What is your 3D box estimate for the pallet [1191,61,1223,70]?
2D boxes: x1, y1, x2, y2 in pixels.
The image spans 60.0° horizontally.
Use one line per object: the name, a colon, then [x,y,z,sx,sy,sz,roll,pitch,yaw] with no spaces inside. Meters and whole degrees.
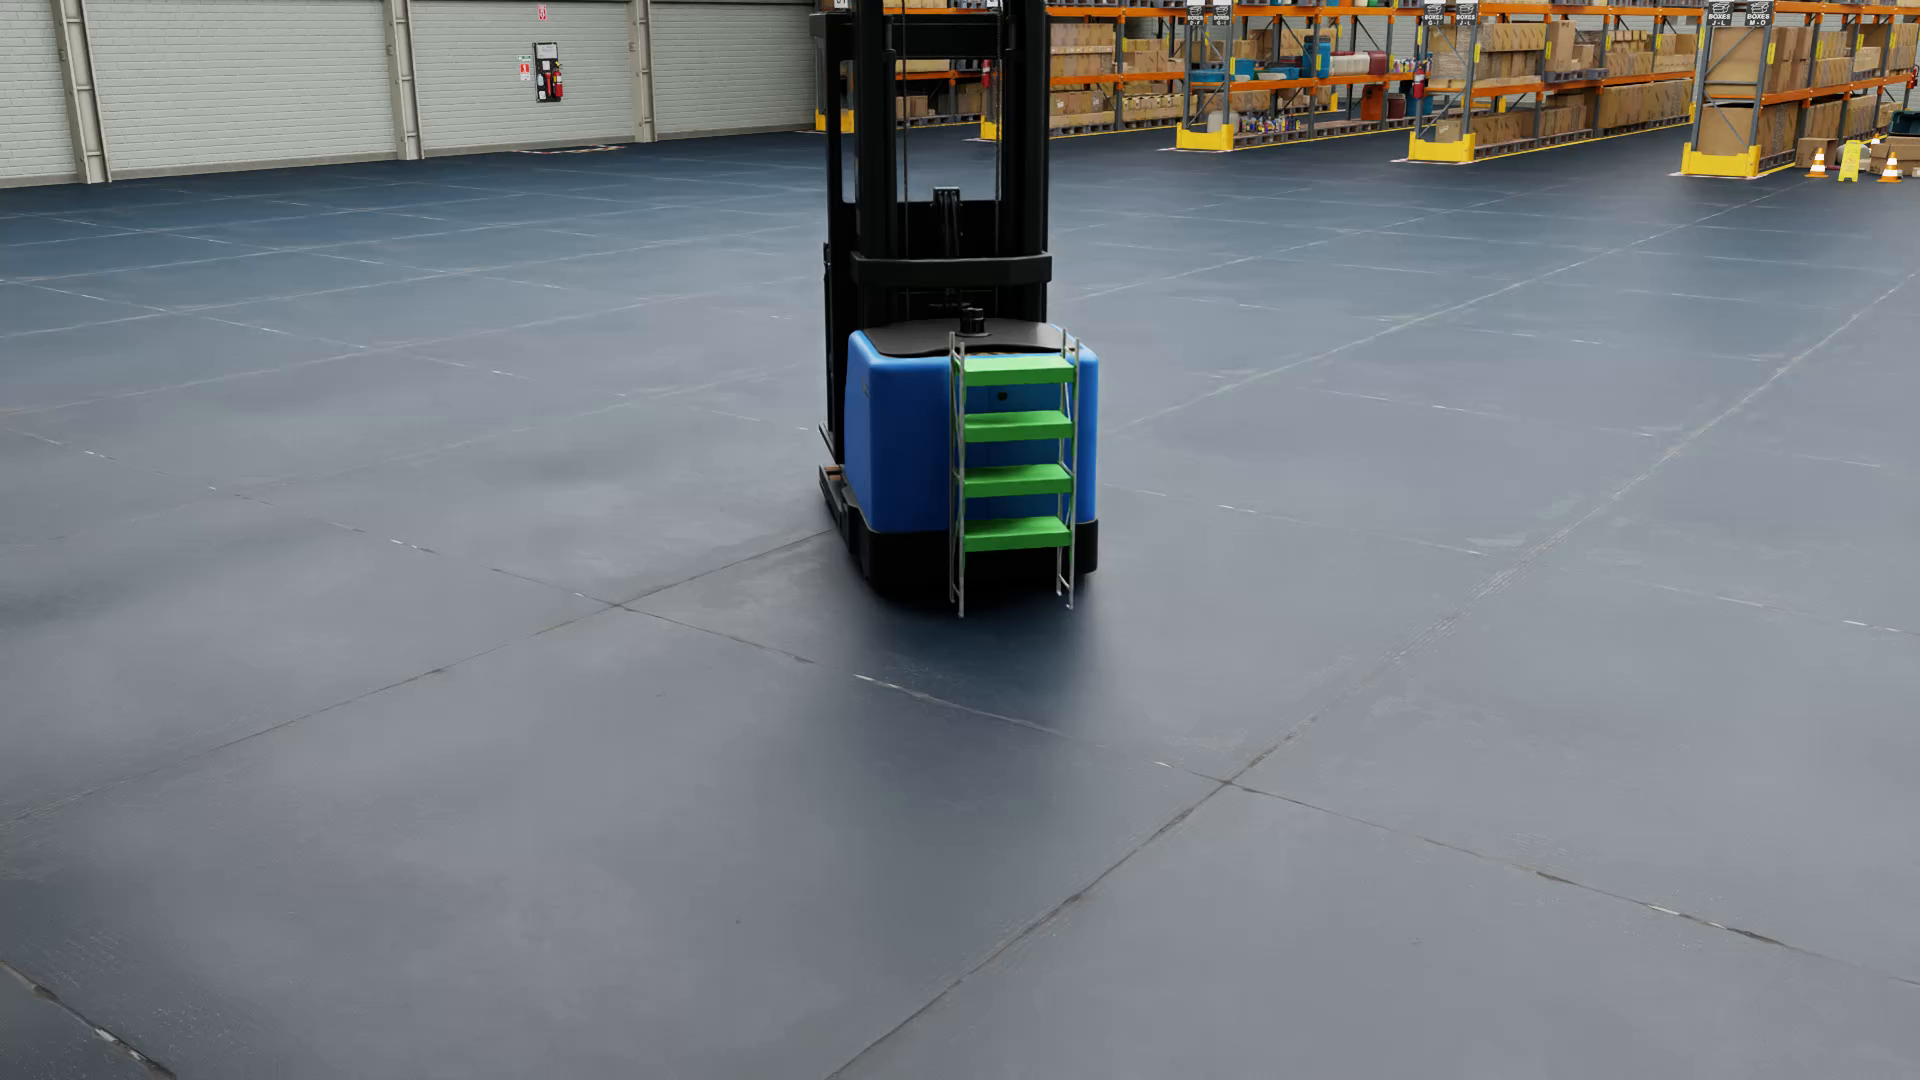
pallet: [6.137,-12.288,43.080,1.213,0.211,1.003,12,21,35]

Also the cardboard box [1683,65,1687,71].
cardboard box: [18.108,-11.916,41.981,0.380,0.149,0.250,13,21,36]

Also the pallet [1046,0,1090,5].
pallet: [2.191,-12.147,37.392,1.003,0.211,1.213,12,21,35]

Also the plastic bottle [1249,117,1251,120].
plastic bottle: [6.323,-9.094,36.310,0.061,0.283,0.133,14,22,37]

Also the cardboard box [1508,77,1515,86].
cardboard box: [10.562,-8.924,32.347,0.380,0.149,0.250,12,21,35]

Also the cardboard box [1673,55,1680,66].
cardboard box: [17.521,-11.902,41.262,0.500,0.250,0.500,12,21,35]

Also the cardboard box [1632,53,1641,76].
cardboard box: [15.461,-11.053,38.611,0.500,0.500,0.500,12,21,34]

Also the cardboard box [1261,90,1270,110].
cardboard box: [8.109,-12.007,45.324,0.500,0.500,0.500,12,21,34]

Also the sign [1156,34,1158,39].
sign: [6.133,-15.537,51.624,0.100,0.325,0.005,12,21,35]

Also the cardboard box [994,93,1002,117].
cardboard box: [1.103,-9.727,37.171,0.500,0.500,0.500,12,21,35]

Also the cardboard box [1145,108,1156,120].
cardboard box: [4.457,-10.439,40.728,0.500,0.250,0.500,12,21,33]

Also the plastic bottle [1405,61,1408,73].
plastic bottle: [10.866,-11.534,40.545,0.097,0.271,0.097,0,17,0]

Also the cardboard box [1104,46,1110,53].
cardboard box: [3.267,-11.450,38.794,0.380,0.149,0.250,12,21,34]

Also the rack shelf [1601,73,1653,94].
rack shelf: [14.935,-10.588,38.493,1.077,0.370,4.000,12,21,35]

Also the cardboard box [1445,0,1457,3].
cardboard box: [9.060,-10.070,30.808,0.500,0.250,0.500,13,21,36]

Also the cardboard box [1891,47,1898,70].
cardboard box: [20.836,-10.889,37.581,0.500,0.500,0.500,12,21,35]

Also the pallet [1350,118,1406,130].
pallet: [10.201,-10.193,40.713,1.003,0.211,1.213,12,21,35]

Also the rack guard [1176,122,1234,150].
rack guard: [5.006,-8.257,33.991,1.175,0.500,0.348,12,21,35]

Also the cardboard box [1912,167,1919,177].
cardboard box: [16.093,-6.106,27.654,0.250,0.149,0.380,-7,19,-22]

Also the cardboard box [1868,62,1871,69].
cardboard box: [19.357,-10.210,35.780,0.380,0.149,0.250,11,21,32]

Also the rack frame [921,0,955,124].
rack frame: [-0.575,-12.128,42.240,1.000,3.000,0.127,12,21,35]

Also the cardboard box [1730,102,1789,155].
cardboard box: [14.318,-7.435,30.001,0.875,0.875,0.875,13,21,35]

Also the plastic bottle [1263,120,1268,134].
plastic bottle: [6.479,-8.765,35.249,0.061,0.283,0.133,13,21,36]

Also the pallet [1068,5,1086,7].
pallet: [2.814,-14.853,46.275,1.003,0.211,1.213,14,22,37]

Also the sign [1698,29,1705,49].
sign: [12.472,-8.414,27.929,0.100,0.325,0.005,12,21,35]

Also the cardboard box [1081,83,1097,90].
cardboard box: [3.382,-12.817,47.376,0.750,0.750,0.750,13,22,36]

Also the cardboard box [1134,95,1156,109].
cardboard box: [4.462,-10.705,40.640,0.500,0.311,0.500,12,21,33]

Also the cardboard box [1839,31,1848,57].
cardboard box: [17.391,-9.974,33.451,0.700,0.500,0.500,12,21,34]

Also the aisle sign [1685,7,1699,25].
aisle sign: [18.793,-13.566,42.487,0.394,0.787,0.004,12,21,35]

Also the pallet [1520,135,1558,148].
pallet: [11.822,-8.356,34.796,1.003,0.211,1.213,12,21,35]

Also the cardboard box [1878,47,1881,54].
cardboard box: [19.967,-10.742,36.488,0.380,0.149,0.250,14,22,37]

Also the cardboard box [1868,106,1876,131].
cardboard box: [19.811,-9.293,36.618,0.500,0.500,0.500,12,21,34]

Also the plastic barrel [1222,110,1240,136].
plastic barrel: [5.628,-8.727,34.774,0.421,0.512,0.421,0,17,0]

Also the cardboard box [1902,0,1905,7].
cardboard box: [20.828,-12.052,37.192,0.500,0.250,0.500,12,21,34]

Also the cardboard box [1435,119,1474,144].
cardboard box: [9.362,-7.702,31.494,0.500,0.500,0.500,-15,23,-40]

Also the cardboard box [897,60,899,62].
cardboard box: [-1.817,-11.770,40.041,0.500,0.500,0.500,12,21,33]

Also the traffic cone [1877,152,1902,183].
traffic cone: [15.061,-6.032,26.888,0.336,0.463,0.334,12,21,35]

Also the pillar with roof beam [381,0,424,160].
pillar with roof beam: [-6.928,-10.741,27.658,9.100,9.000,0.400,12,21,35]

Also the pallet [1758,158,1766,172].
pallet: [13.313,-6.521,28.888,1.003,0.211,1.213,12,21,35]

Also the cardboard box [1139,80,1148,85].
cardboard box: [5.381,-13.684,49.663,0.380,0.149,0.250,12,21,33]

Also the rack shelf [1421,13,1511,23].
rack shelf: [13.340,-13.848,43.934,1.077,0.370,4.000,12,21,35]

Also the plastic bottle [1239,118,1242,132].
plastic bottle: [5.999,-8.889,35.648,0.061,0.283,0.133,12,21,35]

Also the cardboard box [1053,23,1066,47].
cardboard box: [1.951,-11.336,37.334,0.700,0.500,0.500,13,21,35]

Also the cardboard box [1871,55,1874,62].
cardboard box: [19.505,-10.412,35.930,0.380,0.149,0.250,12,21,33]

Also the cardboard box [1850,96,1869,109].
cardboard box: [19.188,-9.401,35.702,0.500,0.250,0.500,11,21,32]

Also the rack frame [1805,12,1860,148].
rack frame: [17.666,-9.554,33.952,1.000,3.000,0.127,12,21,35]

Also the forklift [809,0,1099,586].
forklift: [-0.153,-1.594,8.434,1.130,2.935,3.031,-3,18,-10]

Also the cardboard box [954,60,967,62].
cardboard box: [-0.244,-12.501,42.531,0.700,0.500,0.500,12,21,35]

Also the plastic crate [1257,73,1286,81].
plastic crate: [6.618,-9.820,35.252,0.530,0.136,0.437,12,21,35]

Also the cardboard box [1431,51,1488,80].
cardboard box: [9.326,-8.865,31.064,0.875,0.500,0.500,12,21,35]

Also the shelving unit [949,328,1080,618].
shelving unit: [0.225,-0.287,7.136,0.503,1.200,0.258,-3,19,-11]

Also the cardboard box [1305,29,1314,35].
cardboard box: [9.600,-14.115,46.785,0.500,0.500,0.500,13,22,36]
